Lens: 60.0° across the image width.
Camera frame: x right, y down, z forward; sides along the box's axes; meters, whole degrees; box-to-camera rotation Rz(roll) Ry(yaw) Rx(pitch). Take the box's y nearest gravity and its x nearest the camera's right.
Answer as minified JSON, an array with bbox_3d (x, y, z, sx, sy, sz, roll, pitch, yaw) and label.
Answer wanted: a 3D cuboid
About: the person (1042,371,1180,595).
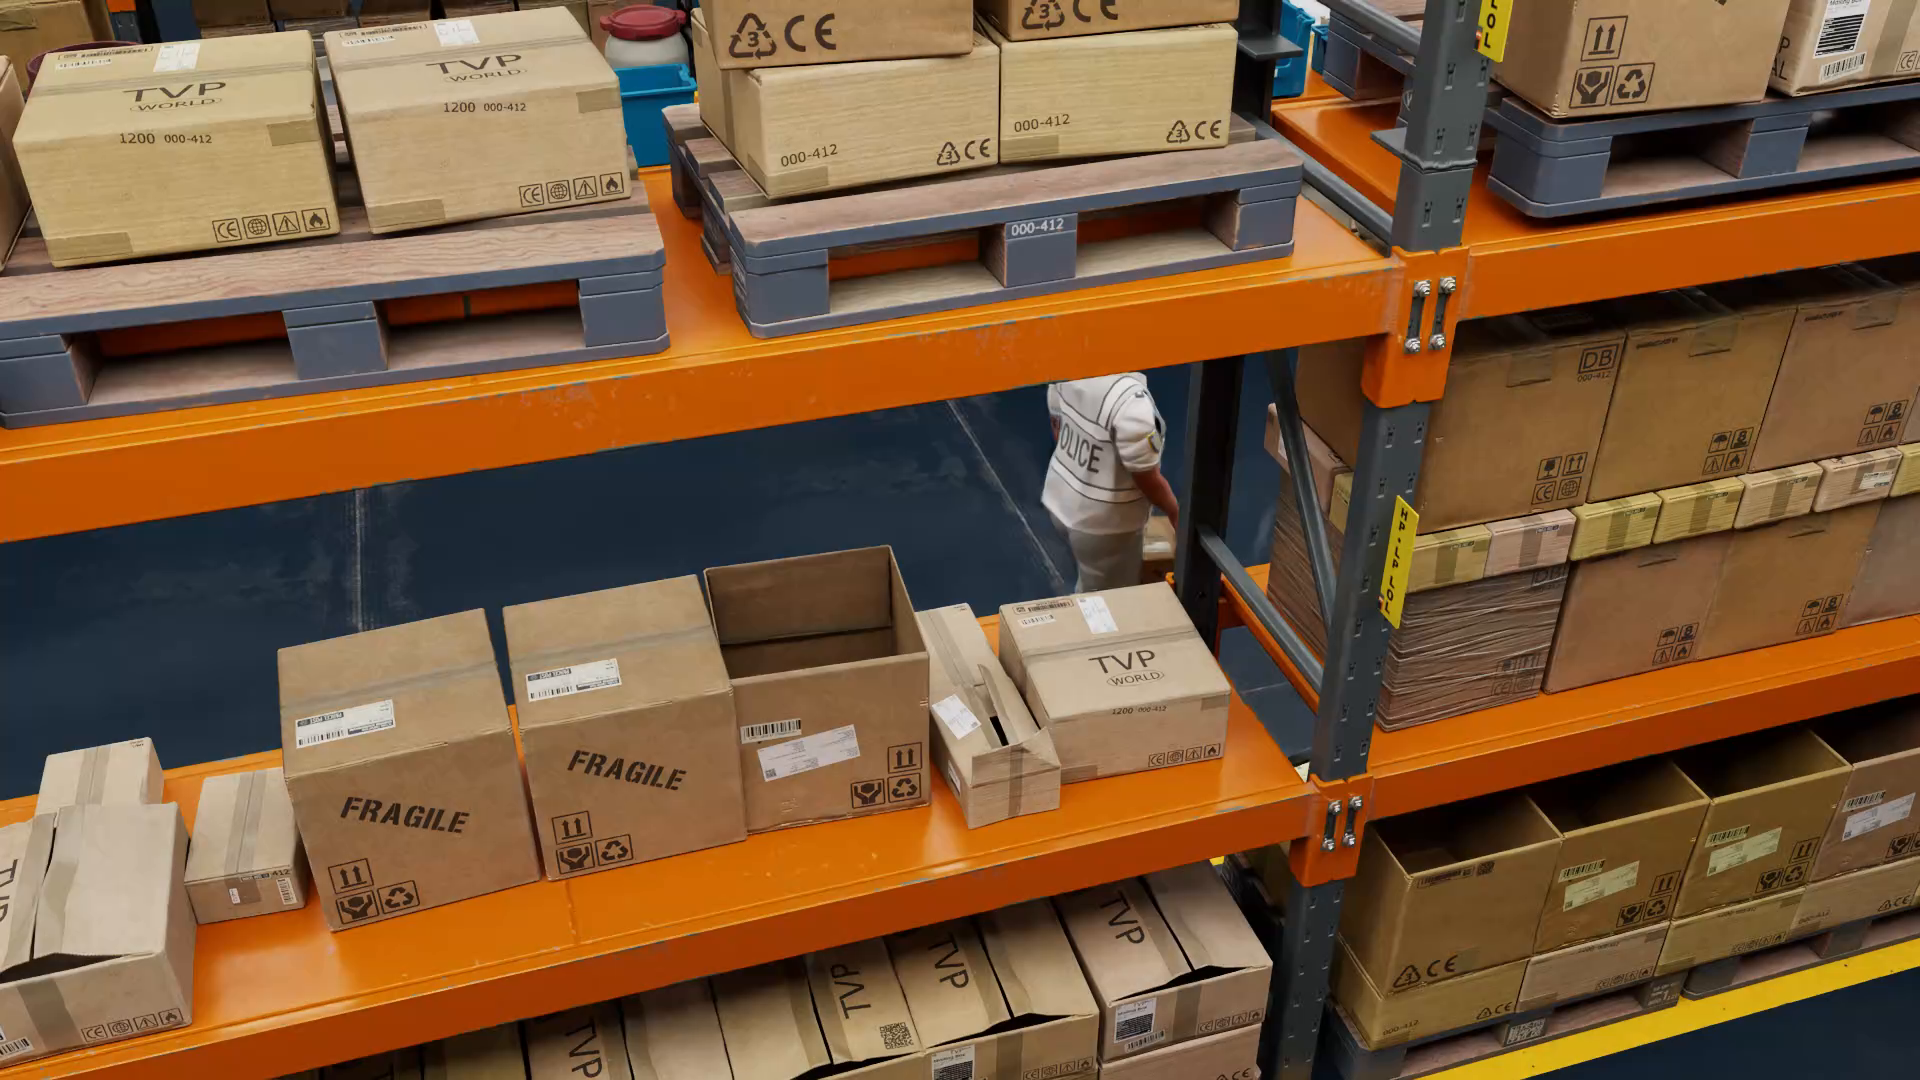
[{"bbox_3d":[0.582,-0.131,6.323,0.521,1.763,0.609,-15,37,-21],"label":"person"}]
